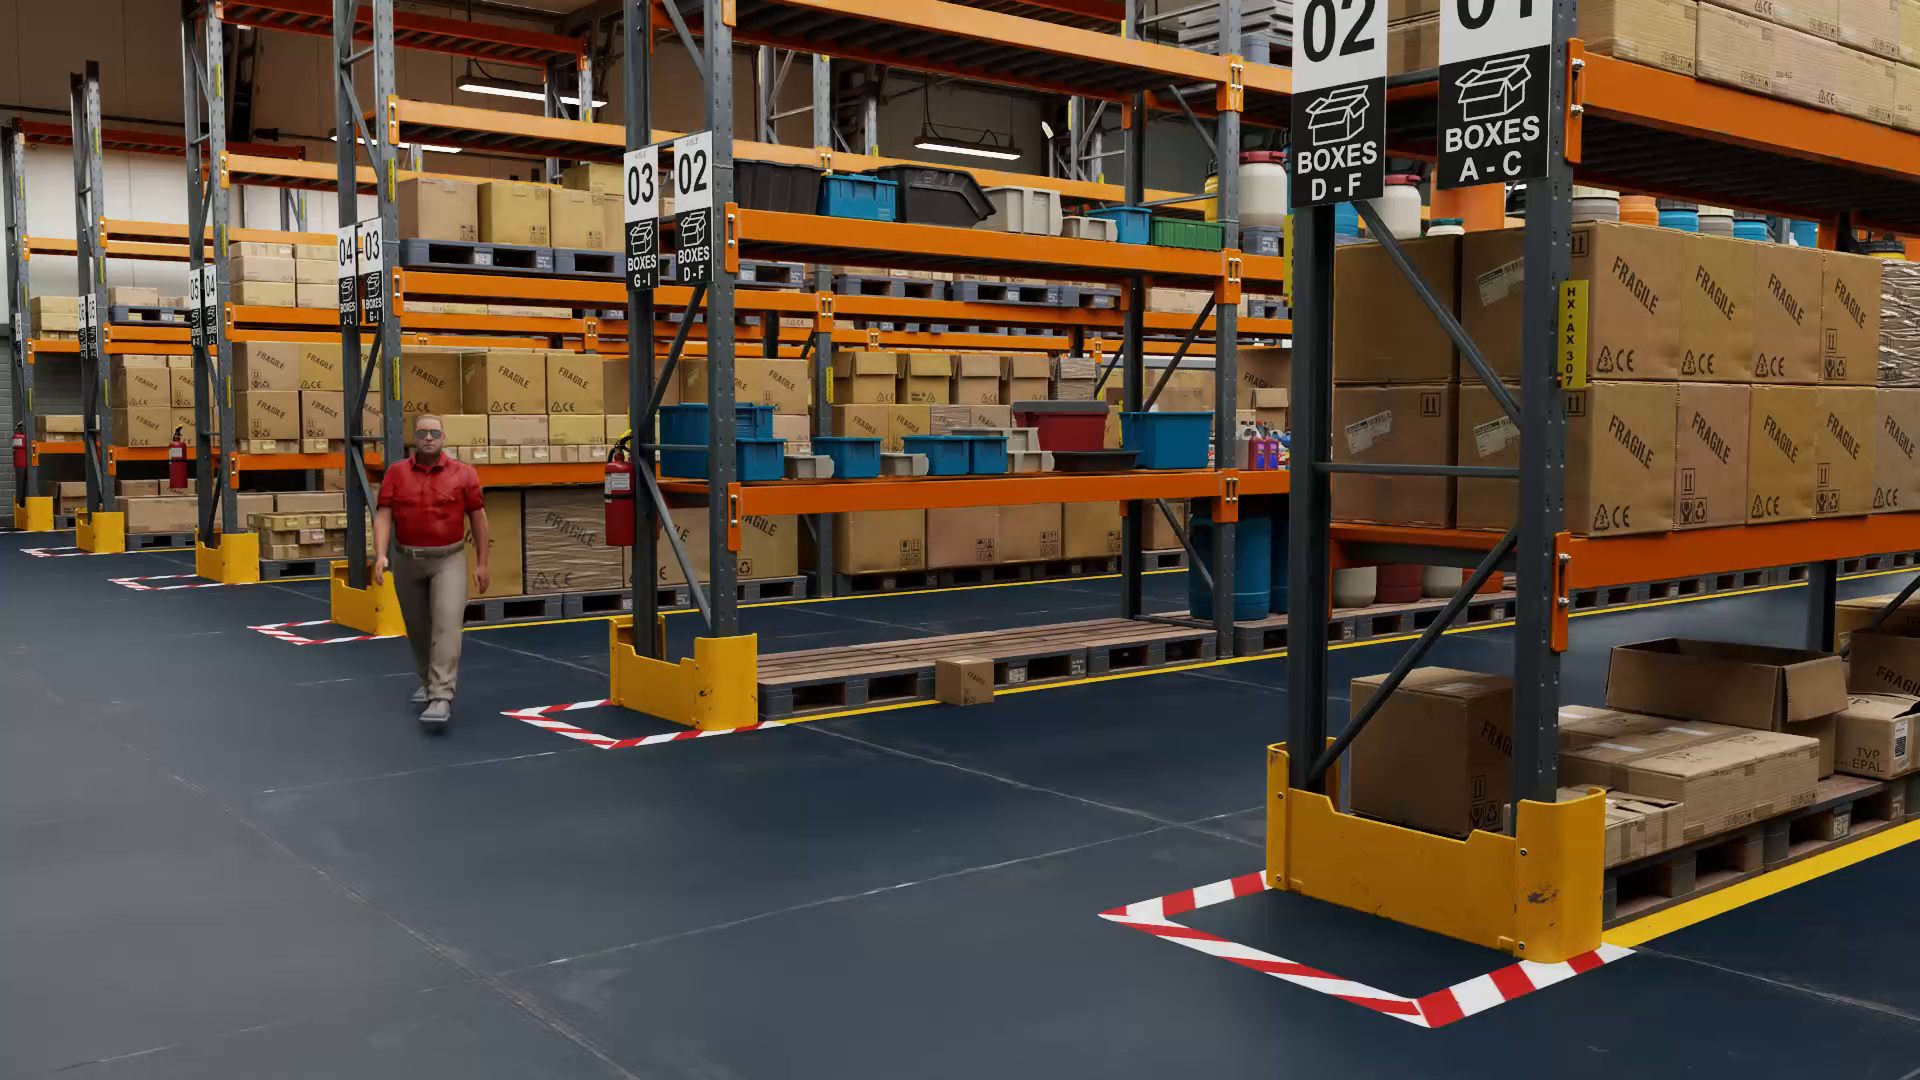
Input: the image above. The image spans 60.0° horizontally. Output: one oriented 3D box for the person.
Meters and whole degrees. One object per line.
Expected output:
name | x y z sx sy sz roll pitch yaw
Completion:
person | -2.925 0.137 9.159 0.571 1.657 1.093 0 4 -4
